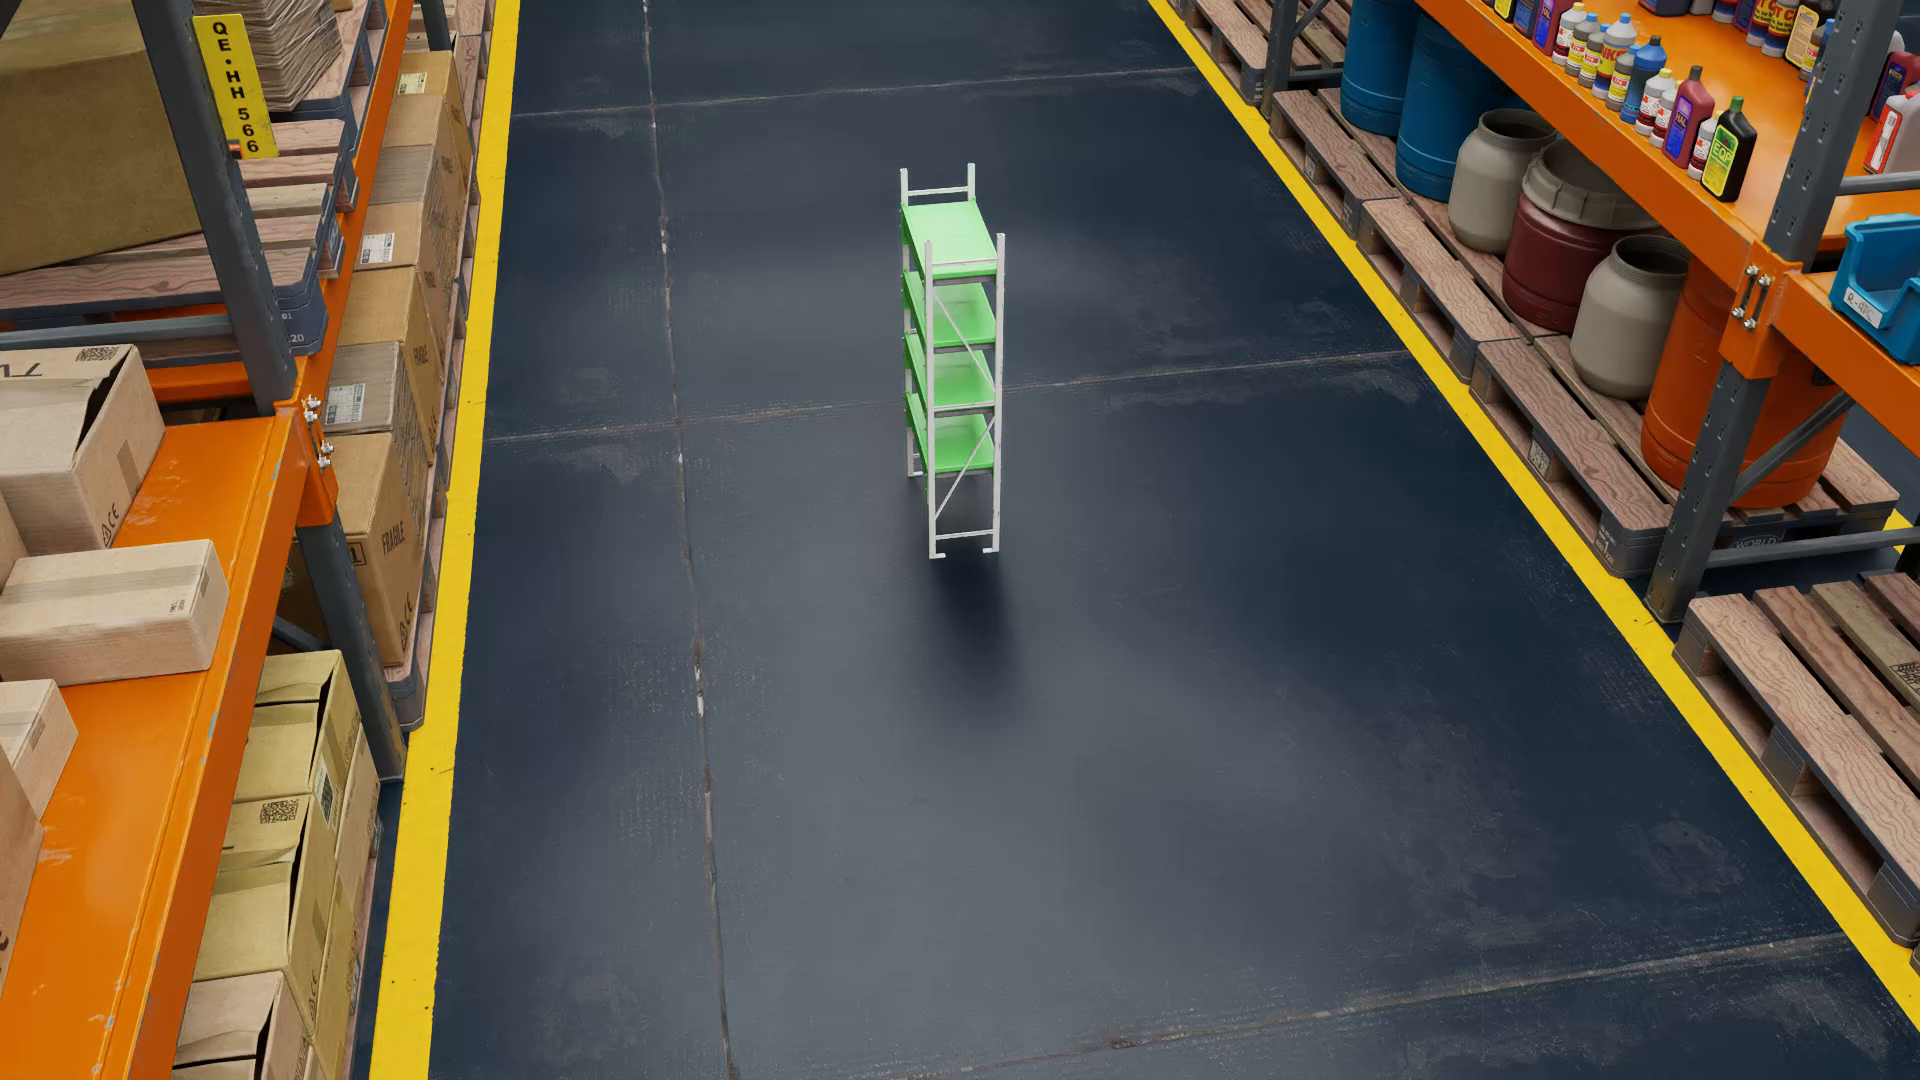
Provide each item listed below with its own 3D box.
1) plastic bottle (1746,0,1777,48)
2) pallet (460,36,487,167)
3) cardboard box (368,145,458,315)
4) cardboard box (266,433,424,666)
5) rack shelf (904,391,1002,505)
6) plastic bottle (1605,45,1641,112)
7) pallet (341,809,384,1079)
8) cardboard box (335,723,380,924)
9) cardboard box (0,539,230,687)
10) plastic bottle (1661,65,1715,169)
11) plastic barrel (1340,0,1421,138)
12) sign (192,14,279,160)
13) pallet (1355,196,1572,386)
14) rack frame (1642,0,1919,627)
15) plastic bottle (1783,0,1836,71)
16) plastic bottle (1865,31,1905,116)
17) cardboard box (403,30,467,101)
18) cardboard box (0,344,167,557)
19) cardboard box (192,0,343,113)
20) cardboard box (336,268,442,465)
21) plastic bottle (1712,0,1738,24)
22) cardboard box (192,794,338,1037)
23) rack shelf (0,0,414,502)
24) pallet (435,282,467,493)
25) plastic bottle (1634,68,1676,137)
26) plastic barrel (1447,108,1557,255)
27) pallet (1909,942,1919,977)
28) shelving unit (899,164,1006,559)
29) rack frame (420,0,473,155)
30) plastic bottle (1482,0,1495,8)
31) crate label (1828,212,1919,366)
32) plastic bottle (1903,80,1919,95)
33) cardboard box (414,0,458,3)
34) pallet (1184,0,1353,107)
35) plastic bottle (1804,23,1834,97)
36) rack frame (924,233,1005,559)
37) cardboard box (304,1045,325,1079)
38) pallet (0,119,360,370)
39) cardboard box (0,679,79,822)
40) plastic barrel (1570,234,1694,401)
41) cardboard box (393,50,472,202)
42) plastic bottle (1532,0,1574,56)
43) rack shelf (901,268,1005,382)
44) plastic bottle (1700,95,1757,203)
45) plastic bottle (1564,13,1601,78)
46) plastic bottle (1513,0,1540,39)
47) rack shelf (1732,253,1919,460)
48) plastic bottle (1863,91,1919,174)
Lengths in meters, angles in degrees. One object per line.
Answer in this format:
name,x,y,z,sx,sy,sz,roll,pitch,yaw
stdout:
plastic bottle,2.841,-1.872,5.820,0.097,0.271,0.097,0,38,0
pallet,-2.944,-2.195,8.404,1.003,0.211,1.213,-6,38,-8
cardboard box,-2.290,-1.198,6.526,0.500,0.500,0.500,-6,38,-7
cardboard box,-1.922,0.042,4.929,0.500,0.500,0.500,-5,38,-6
rack shelf,-0.029,-0.334,5.697,0.258,0.148,0.480,-6,38,-8
plastic bottle,2.169,-1.503,5.402,0.097,0.201,0.097,0,38,0
pallet,-2.017,1.137,4.114,1.003,0.211,1.213,-6,38,-8
cardboard box,-1.791,0.746,4.243,0.500,0.250,0.500,-5,38,-7
cardboard box,-1.694,0.147,3.320,0.380,0.149,0.250,-6,38,-8
plastic bottle,2.223,-1.288,5.058,0.061,0.283,0.133,-6,38,-8
plastic barrel,2.131,-2.419,7.786,0.600,0.901,0.708,-6,38,-8
sign,-1.577,-0.984,3.628,0.100,0.325,0.005,-6,38,-8
pallet,2.364,-1.102,6.996,1.003,0.211,1.213,-6,38,-8
rack frame,2.754,-0.996,4.587,1.000,3.000,0.127,-6,38,-8
plastic bottle,2.896,-1.751,5.653,0.061,0.283,0.133,-6,38,-8
plastic bottle,2.915,-1.522,5.366,0.152,0.276,0.135,-6,38,-8
cardboard box,-2.685,-2.270,8.060,0.500,0.311,0.500,-6,38,-8
cardboard box,-2.103,-0.206,3.643,0.500,0.311,0.500,-4,38,-5
cardboard box,-2.317,-1.612,4.956,0.700,0.500,0.500,0,38,1
cardboard box,-2.102,-0.577,5.726,0.500,0.500,0.500,-7,38,-9
plastic bottle,2.801,-2.012,5.999,0.097,0.271,0.097,0,38,0
cardboard box,-1.691,0.836,3.670,0.500,0.311,0.500,-7,38,-9
rack shelf,-2.474,-1.389,5.680,1.077,0.370,4.000,-6,38,-8
pallet,-2.427,-0.554,6.292,1.003,0.211,1.213,-6,38,-8
plastic bottle,2.203,-1.386,5.251,0.097,0.201,0.097,0,38,0
plastic barrel,2.266,-1.486,6.904,0.421,0.512,0.421,0,38,0
pallet,3.062,1.313,3.888,1.003,0.211,1.213,-6,38,-8
shelving unit,-0.029,-0.574,5.511,0.258,1.200,0.503,-6,38,-8
rack frame,-2.825,-2.881,7.014,1.000,3.000,0.127,-6,38,-8
plastic bottle,2.020,-2.158,6.123,0.144,0.351,0.185,-6,38,-8
crate label,2.459,-0.635,4.259,0.303,0.233,0.416,-6,38,-8
plastic bottle,2.986,-1.345,5.199,0.097,0.201,0.097,0,38,0
cardboard box,-3.159,-3.203,9.105,0.797,0.503,0.637,-6,38,-8
pallet,1.886,-2.751,9.119,1.003,0.211,1.213,-6,38,-8
plastic bottle,2.862,-1.587,5.453,0.097,0.271,0.097,0,38,0
rack frame,0.014,-0.426,5.321,0.240,1.200,0.015,-6,38,-8
cardboard box,-1.612,1.361,3.452,0.500,0.250,0.500,-5,38,-7
pallet,-2.311,-0.791,4.480,1.213,0.211,1.003,-6,38,-8
cardboard box,-1.844,0.398,2.997,0.380,0.149,0.250,-4,38,-5
plastic barrel,2.464,-0.804,6.026,0.421,0.512,0.421,0,38,0
cardboard box,-2.456,-1.801,7.302,0.500,0.500,0.500,-6,38,-8
plastic bottle,2.063,-1.839,5.767,0.061,0.283,0.133,-6,38,-8
rack shelf,-0.029,-0.713,5.403,0.258,0.148,0.480,-6,38,-8
plastic bottle,2.263,-1.148,4.878,0.061,0.283,0.133,-6,38,-8
plastic bottle,2.118,-1.680,5.629,0.097,0.201,0.097,0,38,0
plastic bottle,2.076,-1.966,5.876,0.144,0.351,0.185,-6,38,-8
rack shelf,3.105,0.496,3.253,1.077,0.370,4.000,-6,38,-8
plastic bottle,2.847,-1.227,4.985,0.152,0.276,0.135,-6,38,-8
